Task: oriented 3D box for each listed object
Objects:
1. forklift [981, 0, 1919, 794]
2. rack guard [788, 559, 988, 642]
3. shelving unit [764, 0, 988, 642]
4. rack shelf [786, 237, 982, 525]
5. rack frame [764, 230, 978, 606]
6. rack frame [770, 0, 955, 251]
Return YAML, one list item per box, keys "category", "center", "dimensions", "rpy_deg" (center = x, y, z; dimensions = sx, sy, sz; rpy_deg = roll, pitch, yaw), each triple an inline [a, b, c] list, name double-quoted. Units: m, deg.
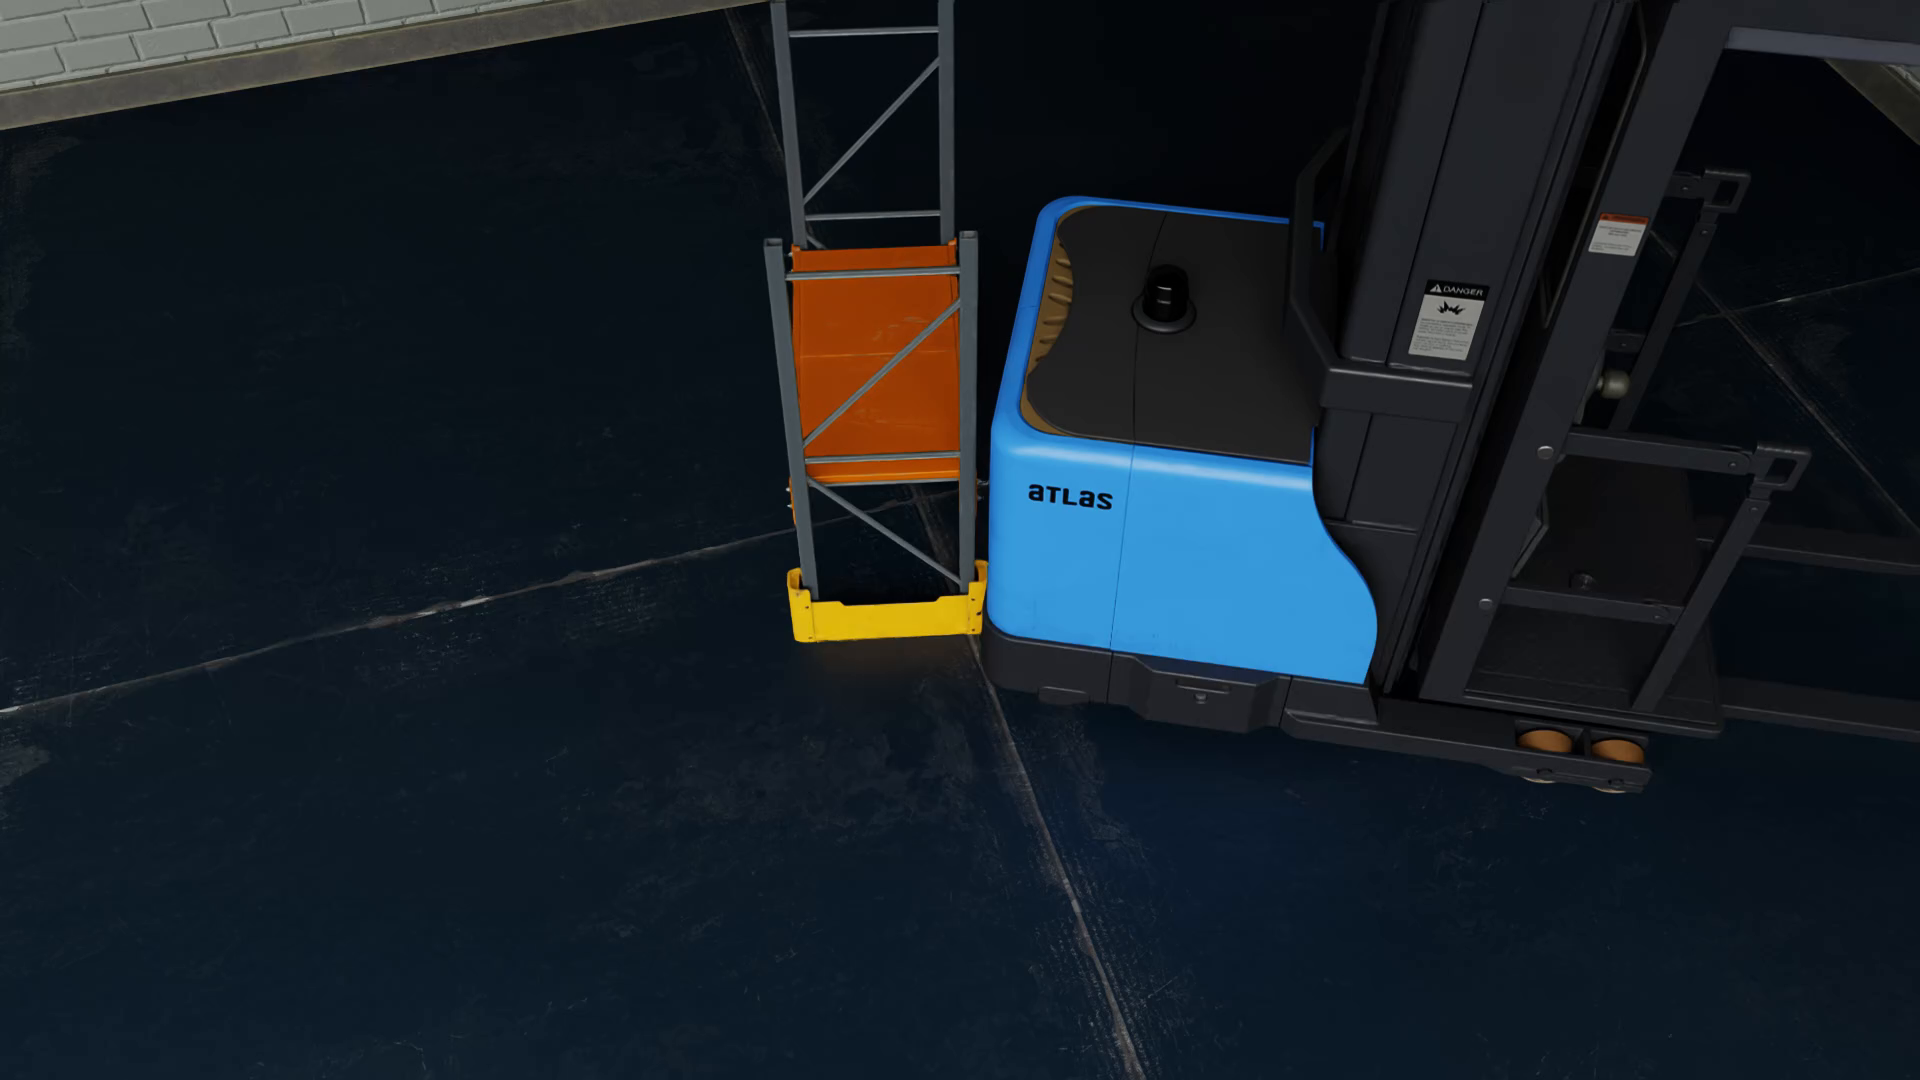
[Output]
- category: "forklift"
  center: [1.628, -0.679, 3.905]
  dimensions: [3.031, 2.935, 1.130]
  rpy_deg: [7, 50, 6]
- category: "rack guard"
  center: [-0.207, 0.182, 4.933]
  dimensions: [0.587, 0.250, 0.087]
  rpy_deg: [-3, 50, -2]
- category: "shelving unit"
  center: [-0.237, -0.601, 4.776]
  dimensions: [0.587, 1.500, 1.083]
  rpy_deg: [-3, 50, -2]
- category: "rack shelf"
  center: [-0.237, -0.492, 4.919]
  dimensions: [0.538, 0.185, 1.000]
  rpy_deg: [-3, 50, -2]
- category: "rack frame"
  center: [-0.207, -0.220, 4.454]
  dimensions: [0.500, 1.500, 0.032]
  rpy_deg: [-3, 50, -2]
- category: "rack frame"
  center: [-0.267, -0.996, 5.109]
  dimensions: [0.500, 1.500, 0.032]
  rpy_deg: [-3, 50, -2]
